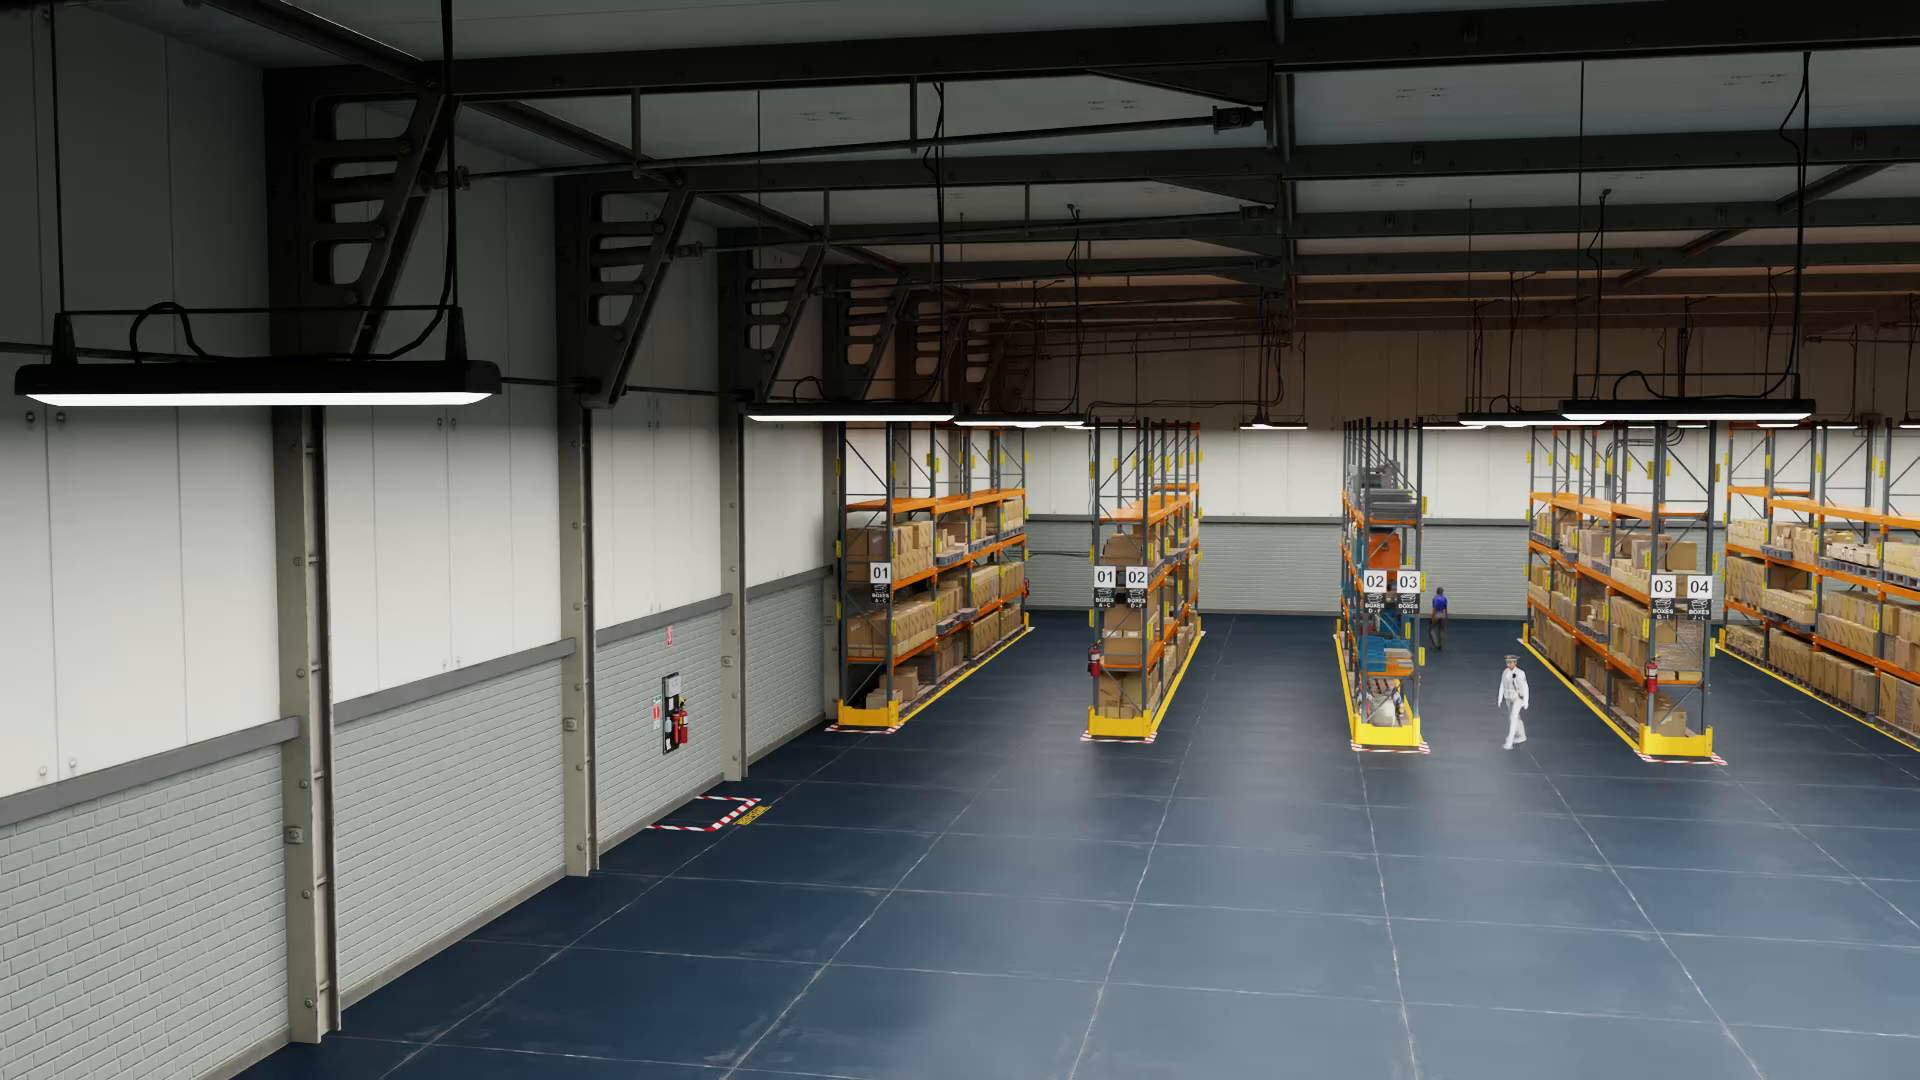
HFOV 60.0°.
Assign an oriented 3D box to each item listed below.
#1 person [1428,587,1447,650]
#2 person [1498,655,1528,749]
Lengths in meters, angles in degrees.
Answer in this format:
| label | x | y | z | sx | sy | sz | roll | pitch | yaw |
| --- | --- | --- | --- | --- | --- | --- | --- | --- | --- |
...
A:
| label | x | y | z | sx | sy | sz | roll | pitch | yaw |
| --- | --- | --- | --- | --- | --- | --- | --- | --- | --- |
| person | 12.595 | 2.063 | 43.773 | 0.495 | 1.670 | 0.396 | -1 | 4 | -19 |
| person | 10.086 | 2.919 | 30.364 | 0.828 | 1.651 | 0.514 | -2 | 4 | -28 |
